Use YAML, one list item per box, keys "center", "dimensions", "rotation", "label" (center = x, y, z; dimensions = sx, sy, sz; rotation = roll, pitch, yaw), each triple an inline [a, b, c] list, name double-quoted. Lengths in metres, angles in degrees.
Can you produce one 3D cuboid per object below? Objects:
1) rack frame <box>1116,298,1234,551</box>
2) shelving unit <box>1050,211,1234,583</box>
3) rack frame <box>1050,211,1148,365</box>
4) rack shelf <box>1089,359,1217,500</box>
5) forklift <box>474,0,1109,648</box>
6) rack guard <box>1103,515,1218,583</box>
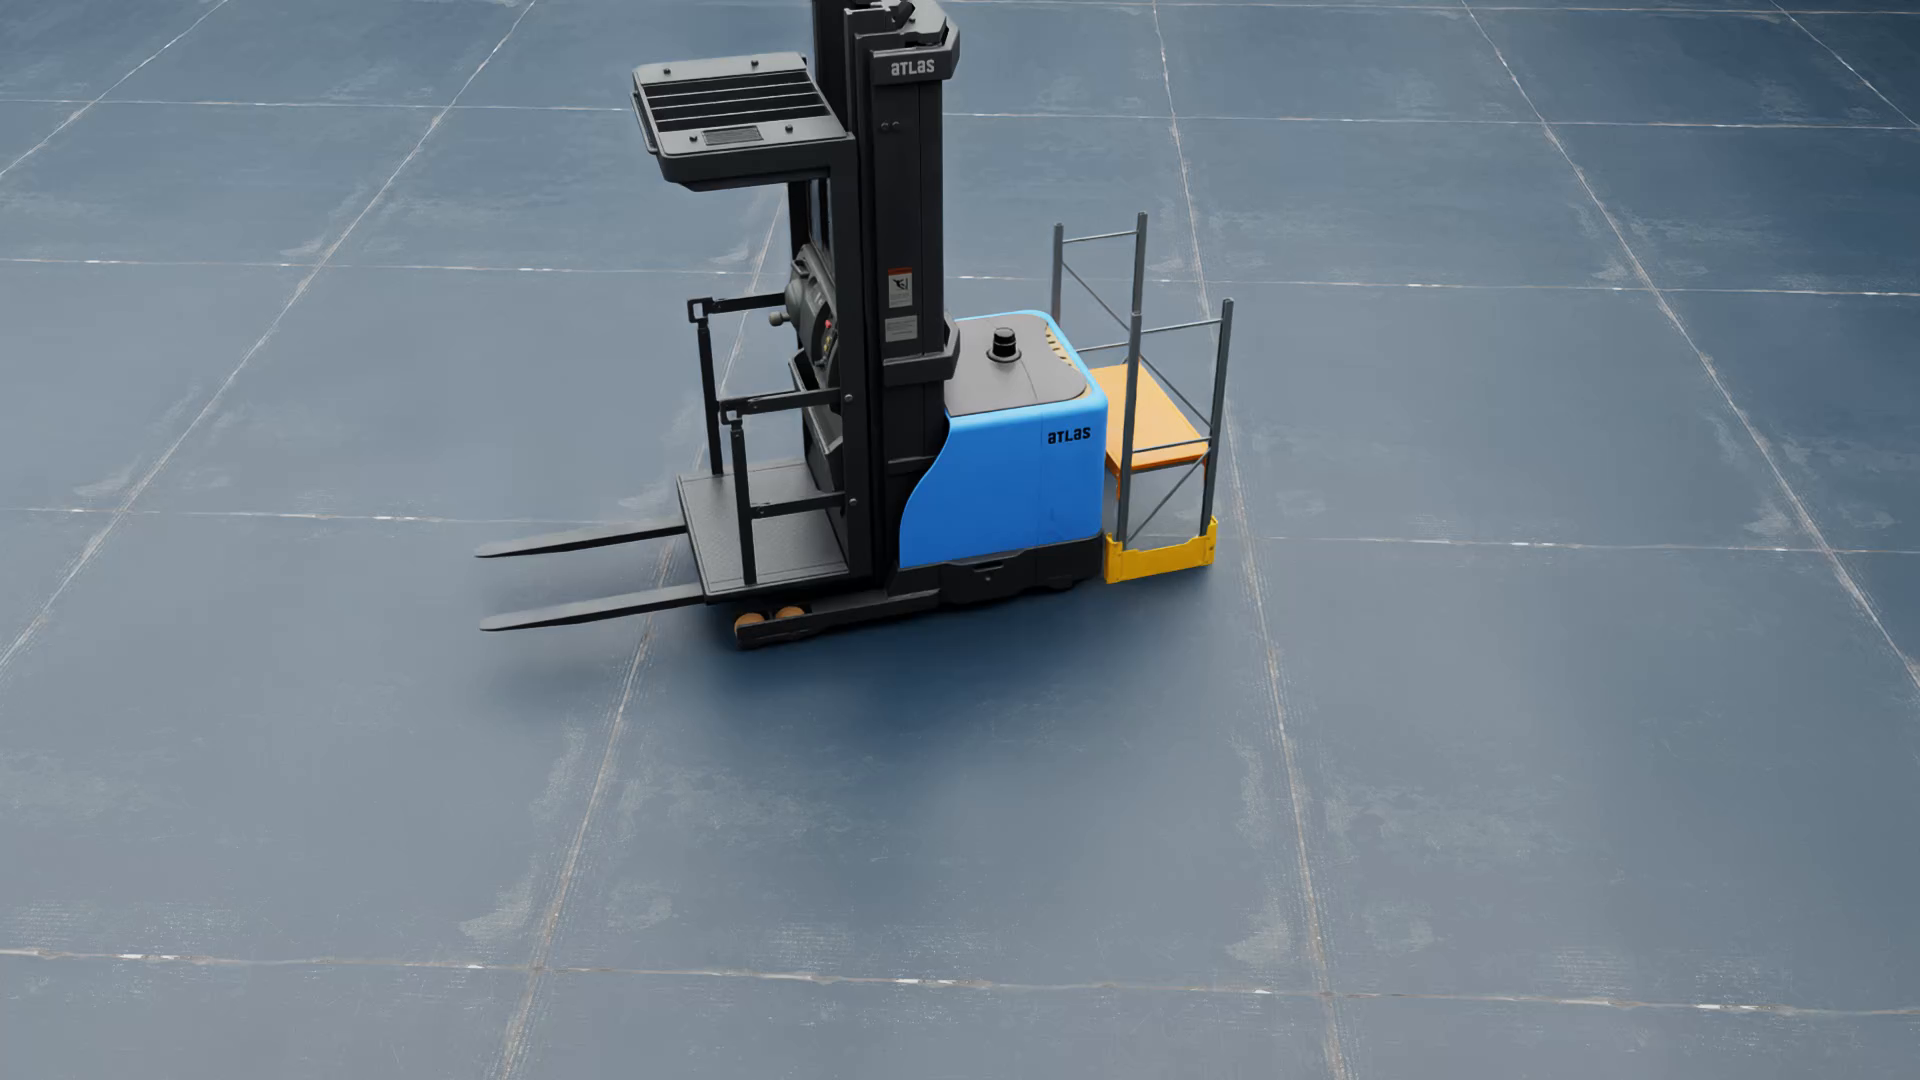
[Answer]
- center: [1.019, -0.455, 8.039]
  dimensions: [0.500, 1.500, 0.032]
  rotation: [-10, 36, -14]
  label: "rack frame"
- center: [0.863, -0.739, 8.442]
  dimensions: [0.587, 1.500, 1.083]
  rotation: [-10, 36, -14]
  label: "shelving unit"
- center: [0.713, -1.012, 8.832]
  dimensions: [0.500, 1.500, 0.032]
  rotation: [-10, 36, -14]
  label: "rack frame"
- center: [0.866, -0.586, 8.539]
  dimensions: [0.538, 0.185, 1.000]
  rotation: [-10, 36, -14]
  label: "rack shelf"
- center: [-0.861, -1.021, 7.599]
  dimensions: [3.031, 2.935, 1.130]
  rotation: [-9, 36, -13]
  label: "forklift"
- center: [1.014, 0.046, 8.413]
  dimensions: [0.587, 0.250, 0.087]
  rotation: [-10, 36, -14]
  label: "rack guard"
